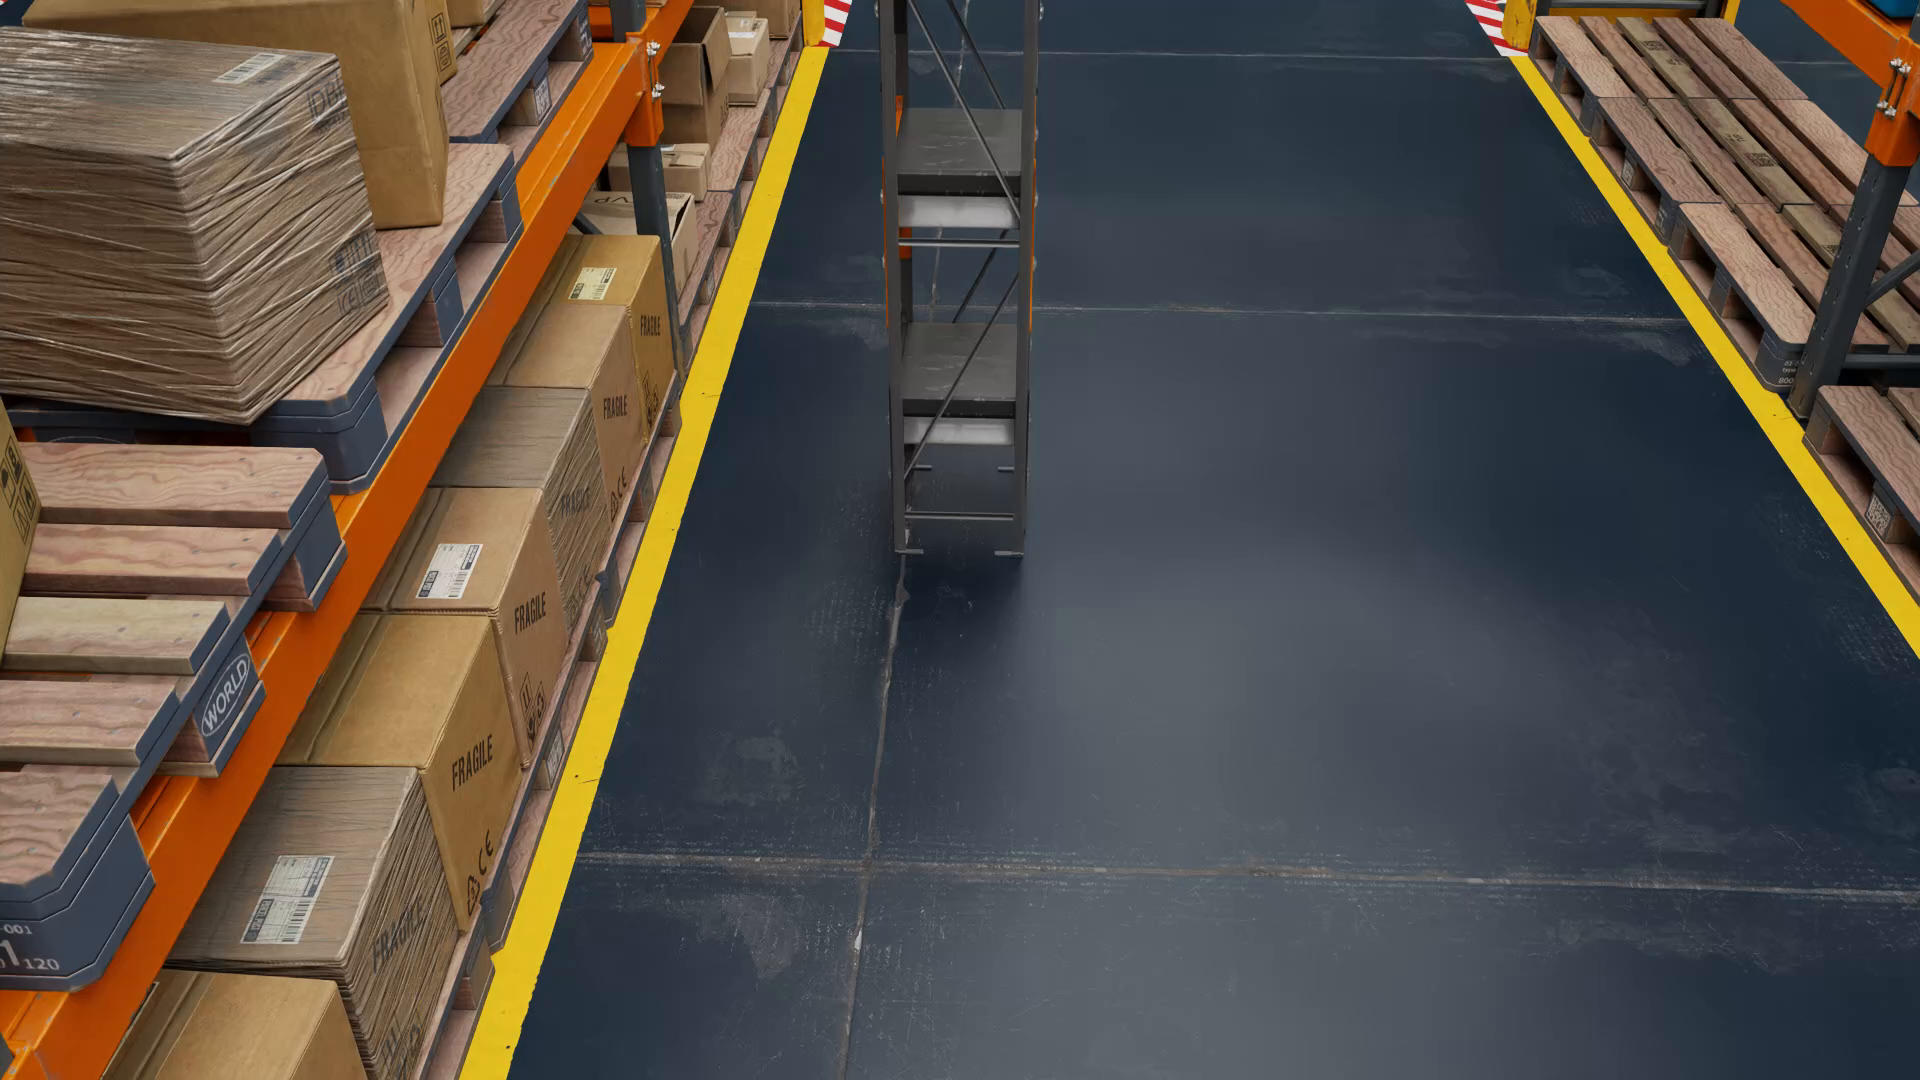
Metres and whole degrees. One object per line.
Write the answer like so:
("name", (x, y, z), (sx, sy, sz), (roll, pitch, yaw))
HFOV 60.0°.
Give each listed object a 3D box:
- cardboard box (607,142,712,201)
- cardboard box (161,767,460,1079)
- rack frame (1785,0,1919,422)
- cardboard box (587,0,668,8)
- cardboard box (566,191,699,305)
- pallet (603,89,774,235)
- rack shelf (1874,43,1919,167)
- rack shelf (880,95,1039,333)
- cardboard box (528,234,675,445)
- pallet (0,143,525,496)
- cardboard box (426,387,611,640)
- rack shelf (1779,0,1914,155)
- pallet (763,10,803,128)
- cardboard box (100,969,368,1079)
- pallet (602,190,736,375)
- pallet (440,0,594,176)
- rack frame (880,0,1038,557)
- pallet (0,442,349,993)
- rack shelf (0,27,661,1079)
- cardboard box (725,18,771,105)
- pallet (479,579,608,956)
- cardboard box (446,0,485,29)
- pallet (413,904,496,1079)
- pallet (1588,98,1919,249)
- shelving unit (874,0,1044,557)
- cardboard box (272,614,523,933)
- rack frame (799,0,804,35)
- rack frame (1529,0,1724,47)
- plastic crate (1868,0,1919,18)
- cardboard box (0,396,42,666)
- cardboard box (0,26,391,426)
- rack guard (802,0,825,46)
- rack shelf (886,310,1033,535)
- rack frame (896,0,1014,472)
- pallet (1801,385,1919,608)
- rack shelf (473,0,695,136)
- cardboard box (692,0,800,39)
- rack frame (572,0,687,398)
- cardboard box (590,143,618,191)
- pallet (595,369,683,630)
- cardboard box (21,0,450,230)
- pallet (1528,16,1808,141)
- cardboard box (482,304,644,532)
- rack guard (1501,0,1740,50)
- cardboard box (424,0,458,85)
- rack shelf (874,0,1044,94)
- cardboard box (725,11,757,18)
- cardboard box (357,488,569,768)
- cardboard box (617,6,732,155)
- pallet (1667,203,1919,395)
("cardboard box", (-1.244, -1.538, 6.911), (0.380, 0.166, 0.250), (1, 35, 2))
("cardboard box", (-1.343, 0.801, 3.293), (0.500, 0.500, 0.500), (0, 35, 0))
("rack frame", (3.448, -1.667, 5.014), (1.000, 3.000, 0.127), (1, 35, 2))
("cardboard box", (-1.209, -2.111, 5.559), (0.500, 0.500, 0.500), (2, 35, 3))
("cardboard box", (-1.269, -1.100, 6.162), (0.500, 0.311, 0.500), (1, 35, 2))
("pallet", (-1.427, -1.740, 7.543), (1.003, 0.211, 1.213), (1, 35, 2))
("rack shelf", (3.367, -0.224, 3.586), (1.077, 0.370, 4.000), (1, 35, 2))
("rack shelf", (0.007, -0.943, 4.789), (0.431, 0.518, 0.480), (1, 35, 2))
("cardboard box", (-1.235, -0.651, 5.359), (0.500, 0.500, 0.500), (1, 35, 2))
("pallet", (-1.589, -0.525, 3.555), (1.003, 0.211, 1.213), (1, 35, 2))
("cardboard box", (-1.284, -0.079, 4.545), (0.500, 0.500, 0.500), (2, 35, 2))
("rack shelf", (3.528, -2.522, 6.856), (1.077, 0.370, 4.000), (1, 35, 2))
("pallet", (-1.375, -2.439, 8.538), (1.003, 0.211, 1.213), (1, 35, 2))
("cardboard box", (-1.358, 1.102, 2.865), (0.500, 0.500, 0.500), (3, 35, 4))
("pallet", (-1.473, -1.038, 6.543), (1.003, 0.211, 1.213), (1, 35, 2))
("pallet", (-1.643, -1.249, 4.585), (1.003, 0.211, 1.213), (1, 35, 2))
("rack frame", (-0.003, -0.814, 4.582), (0.400, 2.100, 0.015), (1, 35, 2))
("pallet", (-1.705, 0.202, 2.521), (1.213, 0.211, 1.003), (1, 35, 2))
("rack shelf", (-1.582, -0.341, 3.752), (1.077, 0.370, 4.000), (1, 35, 2))
("cardboard box", (-1.185, -2.274, 7.886), (0.500, 0.250, 0.500), (1, 35, 2))
("pallet", (-1.543, 0.528, 4.315), (1.003, 0.211, 1.213), (1, 35, 2))
("cardboard box", (-1.744, -1.730, 4.650), (0.700, 0.500, 0.500), (-10, 36, -14))
("pallet", (-1.594, 1.227, 3.321), (1.003, 0.211, 1.213), (1, 35, 2))
("pallet", (3.485, -1.653, 7.418), (1.003, 0.211, 1.213), (1, 35, 2))
("shelving unit", (0.007, -0.954, 4.782), (0.431, 2.100, 0.503), (1, 35, 2))
("cardboard box", (-1.318, 0.513, 3.703), (0.500, 0.500, 0.500), (1, 35, 1))
("rack frame", (-1.341, -4.082, 8.450), (1.000, 3.000, 0.127), (1, 35, 2))
("rack frame", (3.608, -3.966, 8.284), (1.000, 3.000, 0.127), (1, 35, 2))
("plastic crate", (3.126, -1.962, 5.394), (0.392, 0.384, 0.575), (1, 35, 2))
("cardboard box", (-1.750, -0.063, 2.279), (0.700, 0.500, 0.500), (-10, 36, -14))
("cardboard box", (-1.522, -0.584, 3.020), (0.700, 0.500, 0.500), (8, 36, 11))
("rack guard", (-1.344, -3.016, 9.106), (1.175, 0.500, 0.348), (1, 35, 2))
("rack shelf", (0.007, -0.370, 5.192), (0.431, 0.518, 0.480), (1, 35, 2))
("rack frame", (0.016, -1.094, 4.981), (0.400, 2.100, 0.015), (1, 35, 2))
("pallet", (3.375, -0.084, 5.186), (1.003, 0.211, 1.213), (1, 35, 2))
("rack shelf", (-1.421, -2.639, 7.022), (1.077, 0.370, 4.000), (1, 35, 2))
("cardboard box", (-1.117, -2.921, 8.589), (0.500, 0.500, 0.500), (1, 35, 2))
("rack frame", (-1.502, -1.784, 5.180), (1.000, 3.000, 0.127), (1, 35, 2))
("cardboard box", (-1.732, -1.629, 6.915), (0.500, 0.311, 0.500), (1, 35, 2))
("pallet", (-1.496, -0.175, 5.315), (1.003, 0.211, 1.213), (1, 35, 2))
("cardboard box", (-1.511, -0.980, 3.584), (0.700, 0.500, 0.500), (-7, 36, -10))
("pallet", (3.536, -2.352, 8.413), (1.003, 0.211, 1.213), (1, 35, 2))
("cardboard box", (-1.263, -0.367, 4.955), (0.500, 0.500, 0.500), (1, 35, 2))
("rack guard", (3.596, -2.957, 9.023), (1.175, 0.500, 0.348), (1, 35, 2))
("cardboard box", (-1.708, -1.333, 4.086), (0.700, 0.500, 0.500), (7, 36, 9))
("rack shelf", (0.007, -1.516, 4.387), (0.431, 0.518, 0.480), (1, 35, 2))
("cardboard box", (-1.223, -2.554, 8.357), (0.380, 0.166, 0.250), (1, 35, 2))
("cardboard box", (-1.302, 0.213, 4.130), (0.500, 0.500, 0.500), (0, 35, 0))
("cardboard box", (-1.431, -2.022, 7.307), (0.797, 0.503, 0.637), (1, 35, 2))
("pallet", (3.438, -0.950, 6.418), (1.003, 0.211, 1.213), (1, 35, 2))
